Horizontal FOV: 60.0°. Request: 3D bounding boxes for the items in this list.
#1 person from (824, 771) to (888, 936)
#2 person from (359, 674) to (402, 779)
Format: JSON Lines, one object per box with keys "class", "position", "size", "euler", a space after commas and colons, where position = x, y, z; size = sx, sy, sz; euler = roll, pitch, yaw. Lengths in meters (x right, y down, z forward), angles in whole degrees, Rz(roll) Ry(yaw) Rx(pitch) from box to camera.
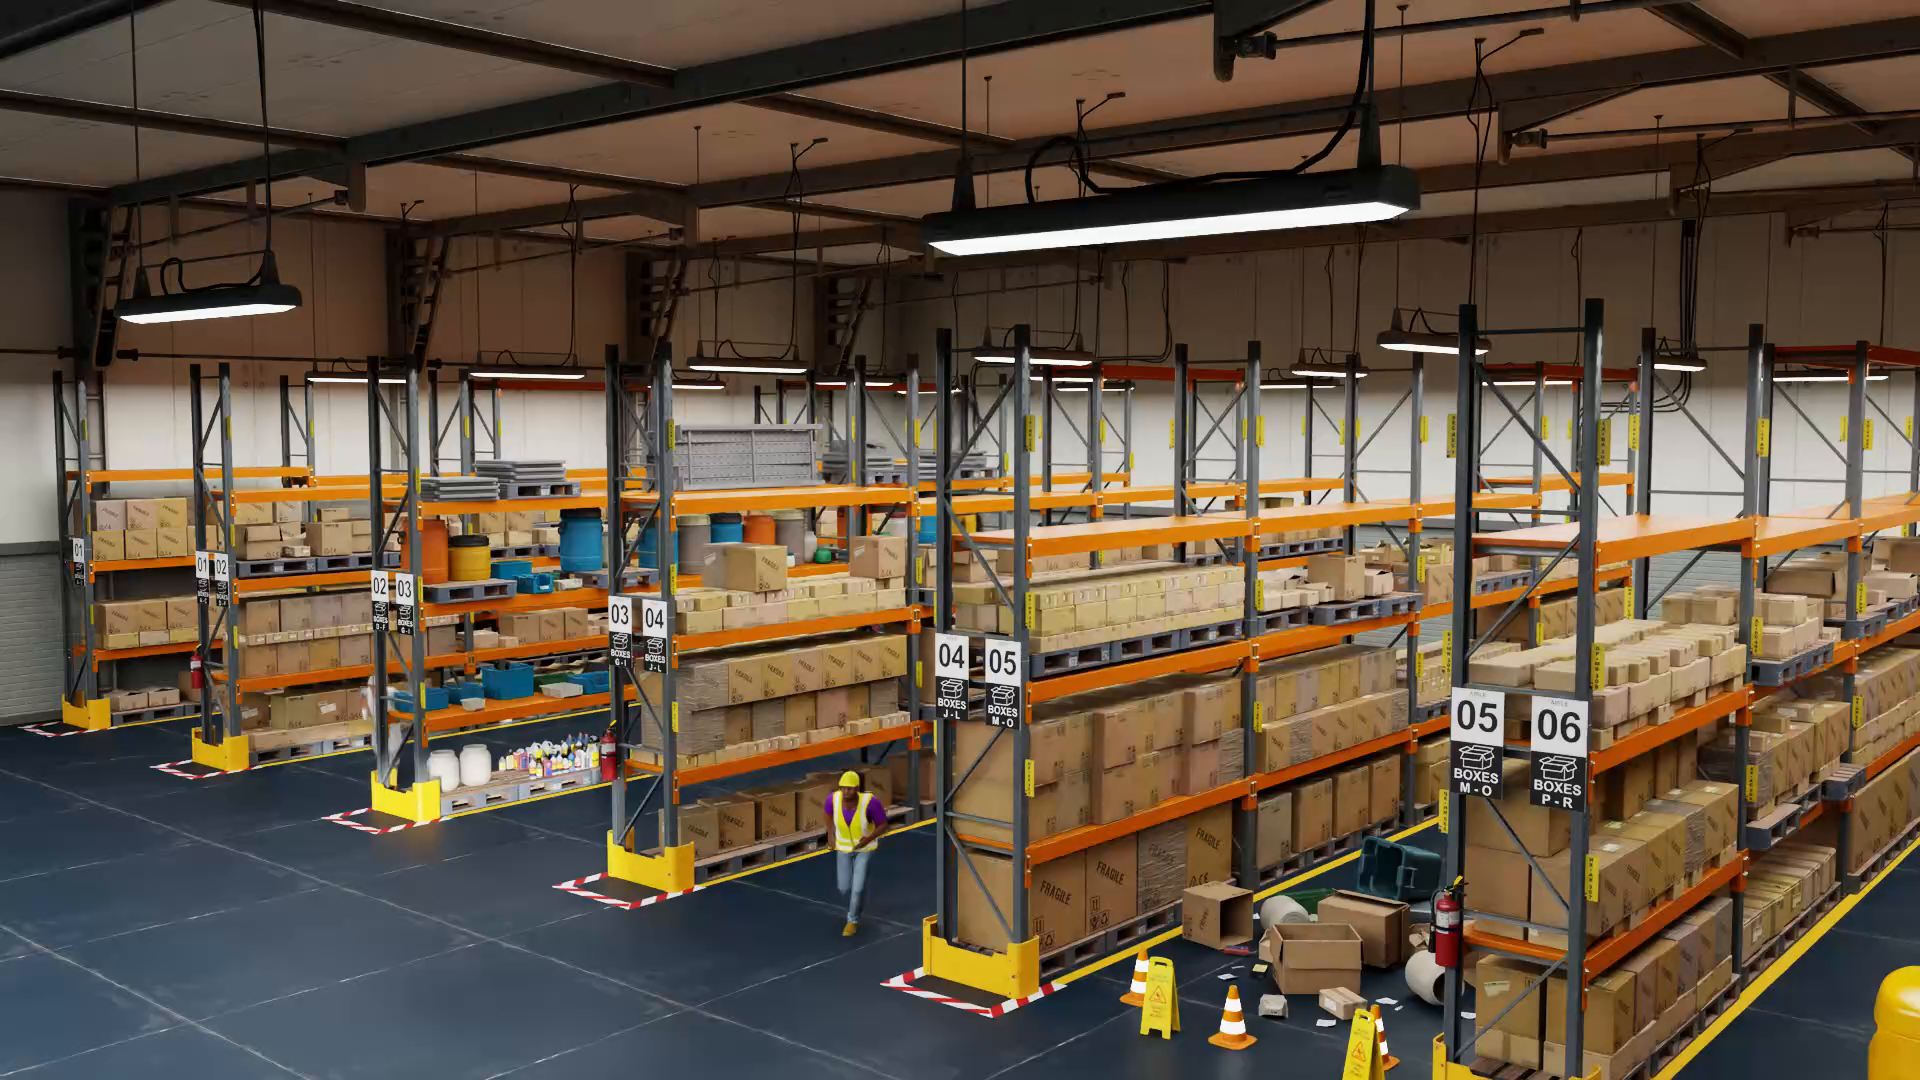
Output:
{"class": "person", "position": [-1.055, 3.129, 16.778], "size": [0.693, 1.689, 0.773], "euler": [1, 4, 9]}
{"class": "person", "position": [-8.257, 2.665, 23.722], "size": [0.693, 1.590, 0.828], "euler": [0, 4, 3]}
